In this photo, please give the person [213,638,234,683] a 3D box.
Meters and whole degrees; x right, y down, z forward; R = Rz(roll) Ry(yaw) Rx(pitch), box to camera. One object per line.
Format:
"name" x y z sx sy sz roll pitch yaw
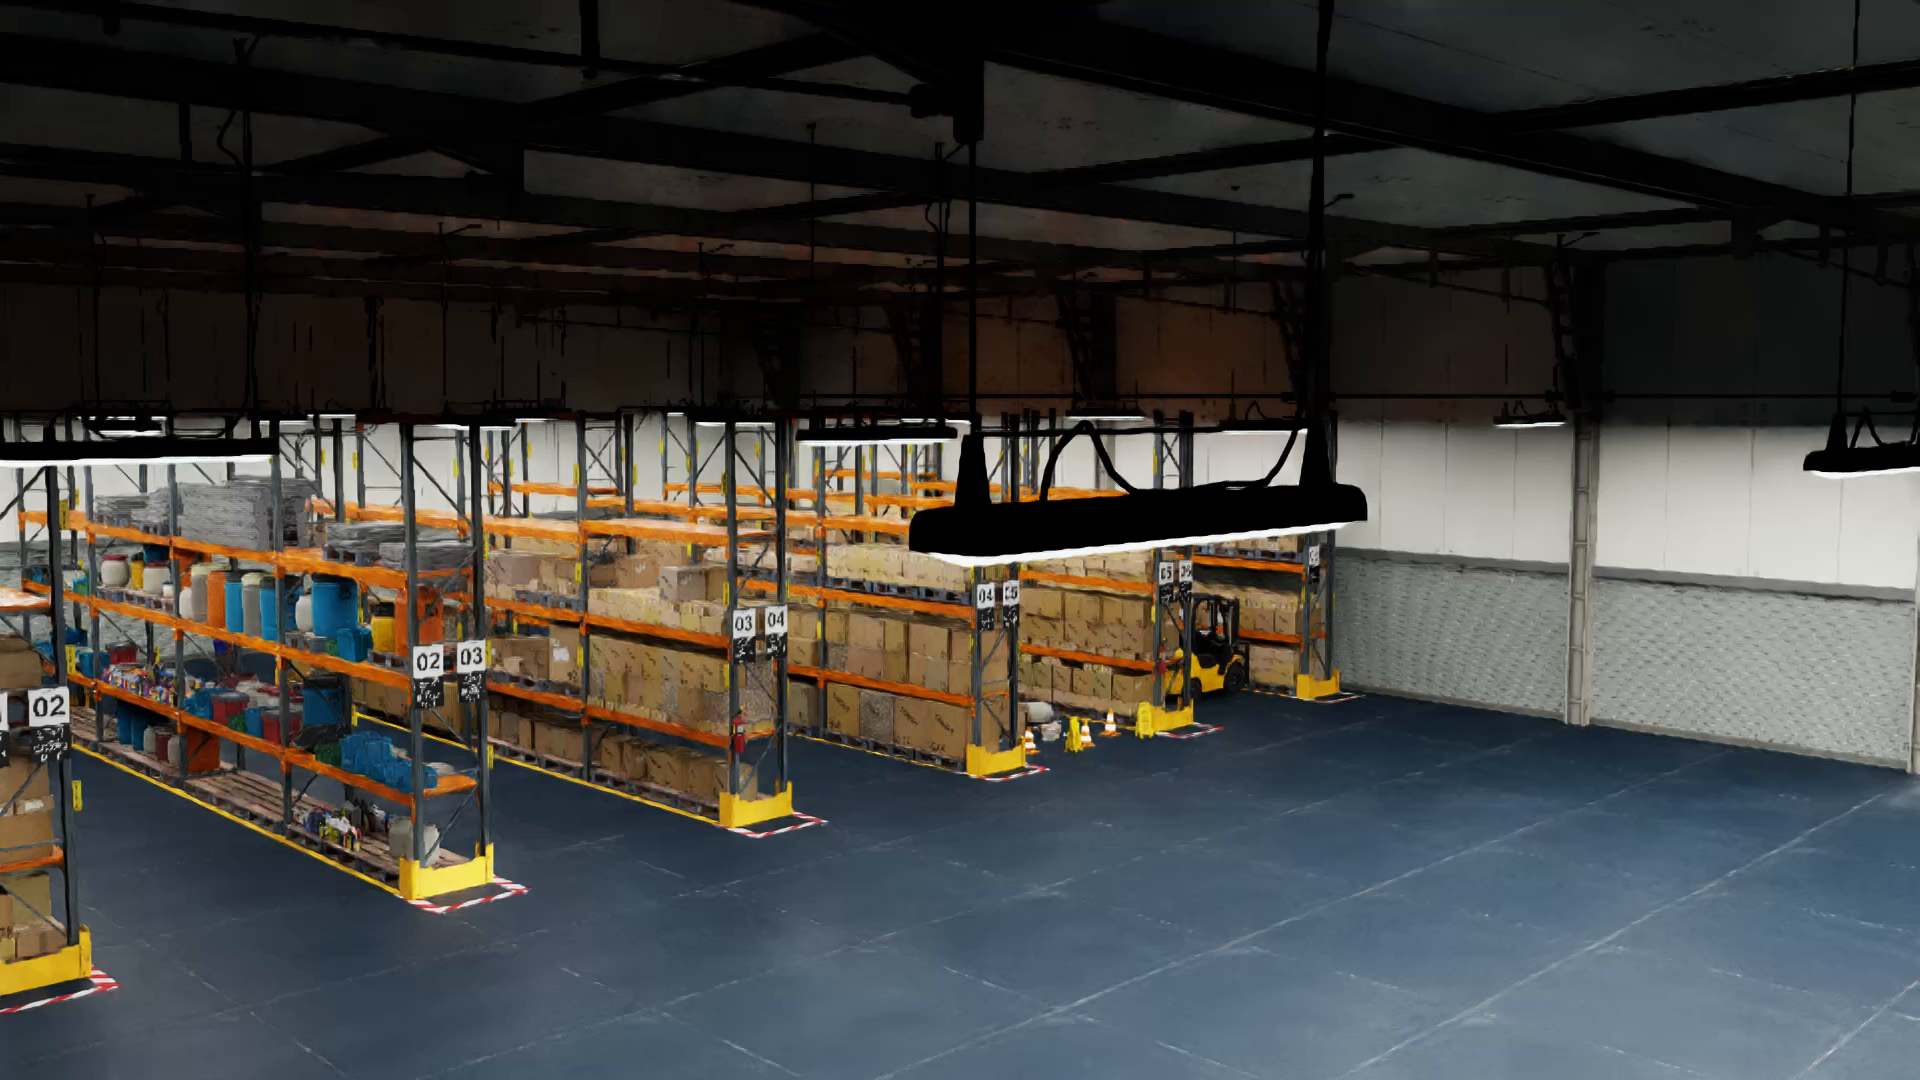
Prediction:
"person" -15.397 2.487 34.793 0.587 1.654 0.525 3 6 32
